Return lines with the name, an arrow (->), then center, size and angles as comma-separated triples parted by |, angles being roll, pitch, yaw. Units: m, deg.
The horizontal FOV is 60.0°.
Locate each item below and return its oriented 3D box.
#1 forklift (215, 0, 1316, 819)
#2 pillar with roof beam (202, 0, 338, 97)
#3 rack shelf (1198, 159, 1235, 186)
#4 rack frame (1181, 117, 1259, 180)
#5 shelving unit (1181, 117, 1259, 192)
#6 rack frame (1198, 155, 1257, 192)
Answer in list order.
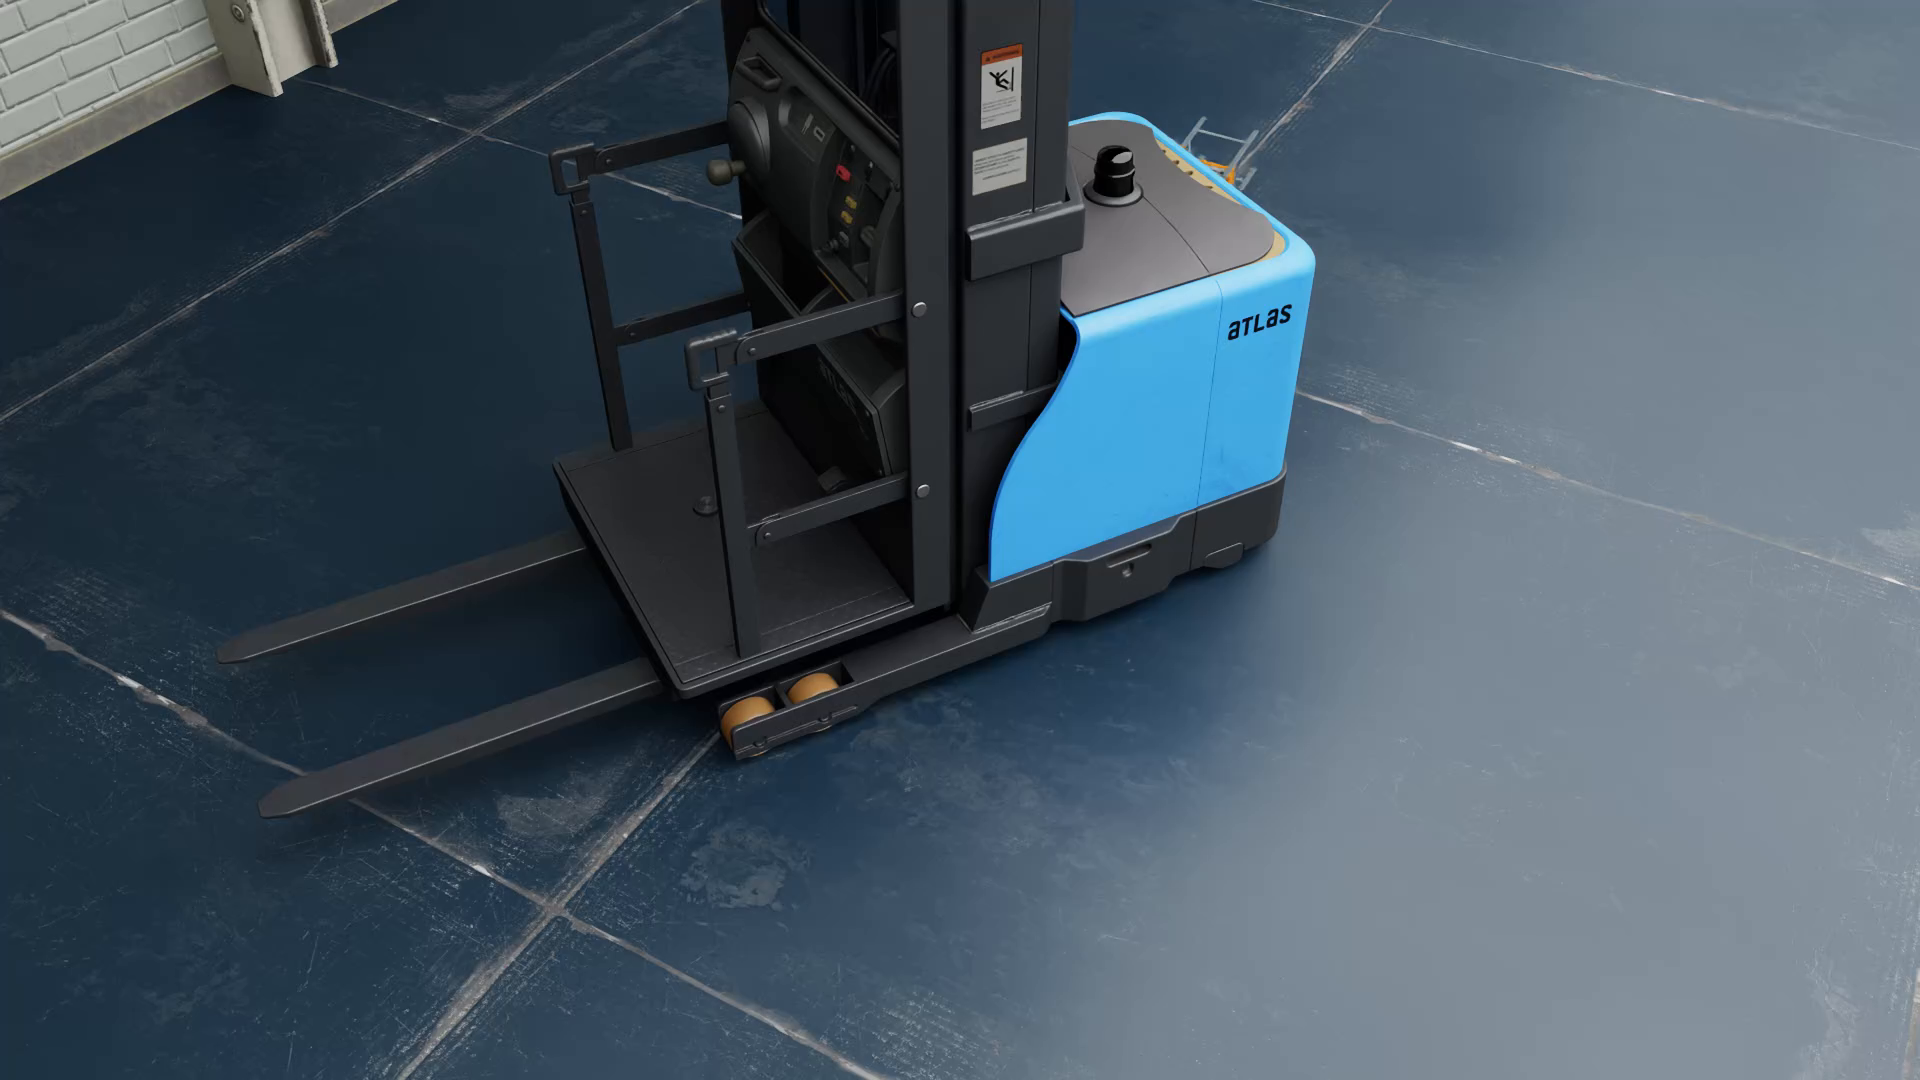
forklift -> -0.555, -0.906, 4.061 | 3.031, 2.935, 1.130 | -19, 45, -21
pillar with roof beam -> 0.591, -4.121, 3.121 | 9.100, 9.000, 0.400 | 21, 45, 22
rack shelf -> 0.925, -1.369, 6.418 | 0.258, 0.180, 0.103 | 21, 55, 22
rack frame -> 0.763, -1.208, 6.181 | 0.240, 0.006, 1.200 | 21, 55, 22
shelving unit -> 0.771, -1.150, 6.251 | 0.258, 0.189, 1.200 | 21, 55, 22
rack frame -> 0.779, -1.091, 6.321 | 0.240, 0.006, 1.200 | 21, 55, 22
